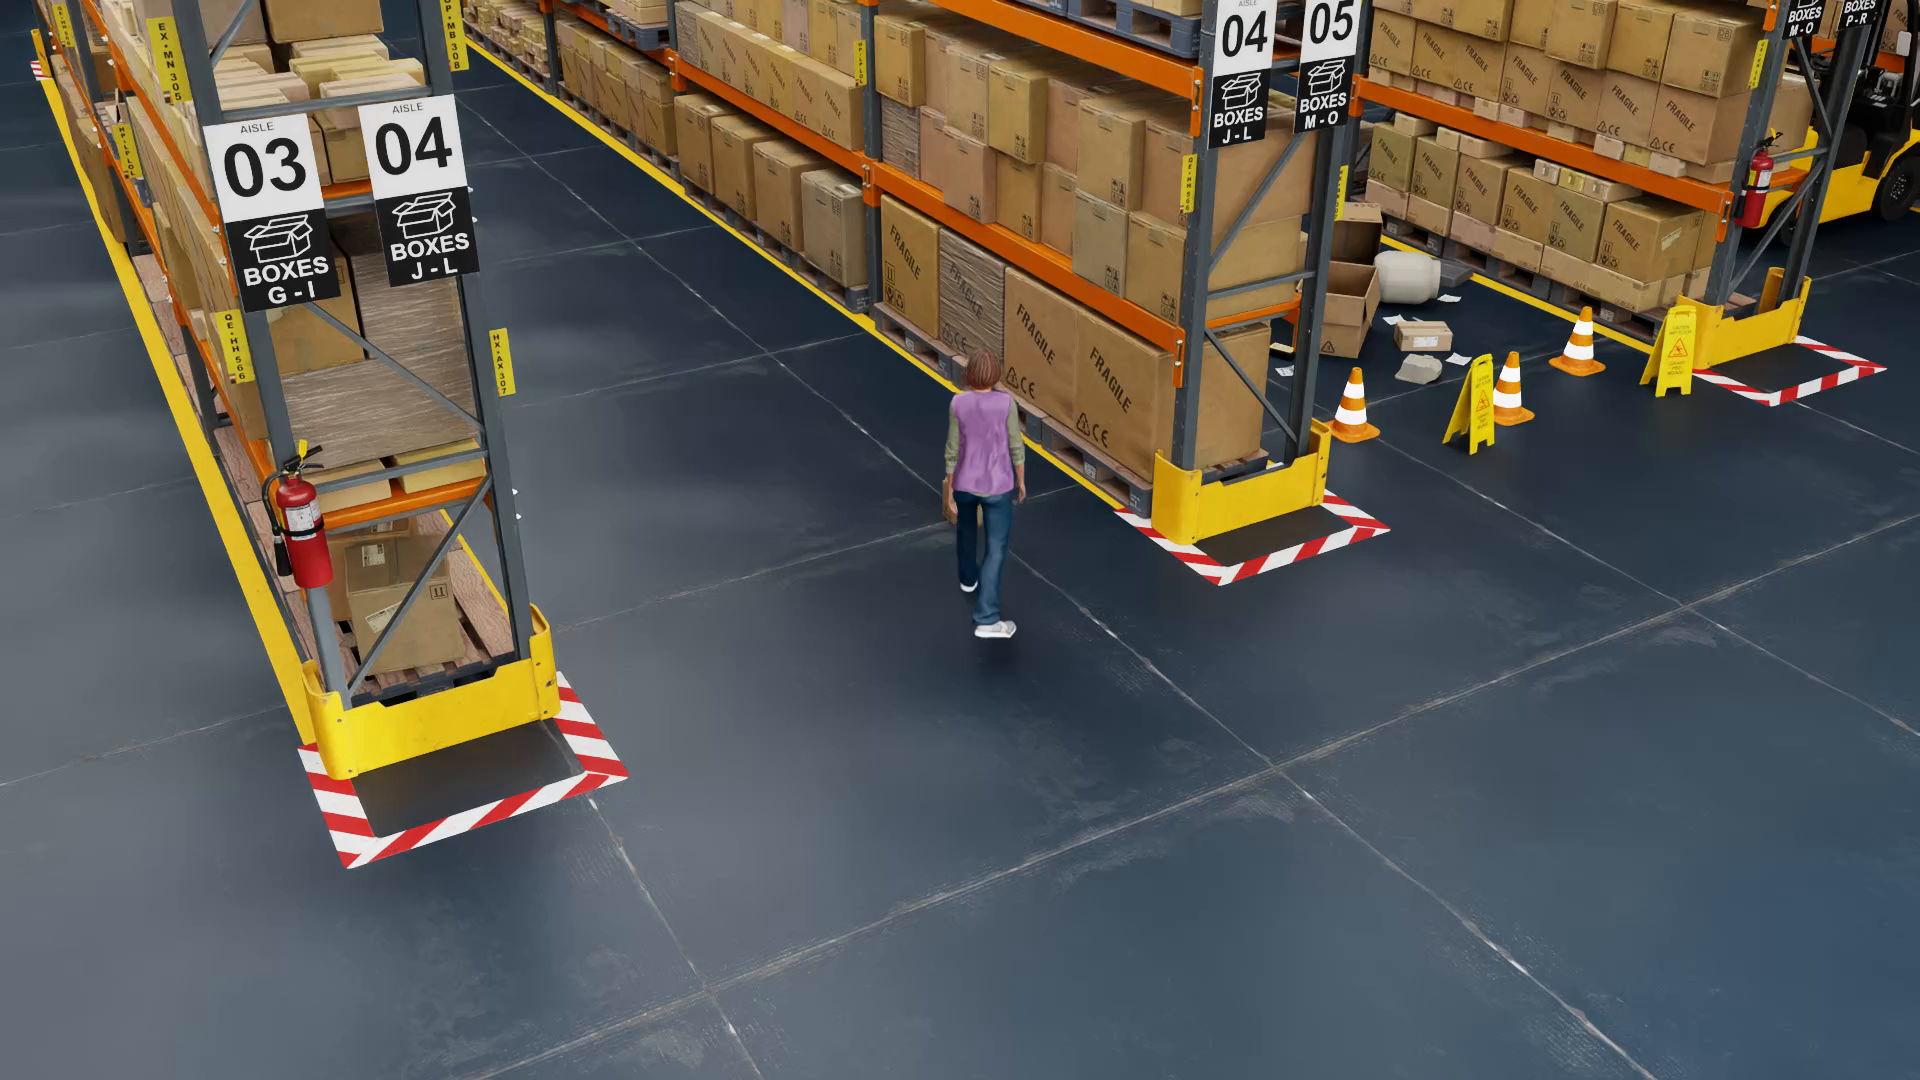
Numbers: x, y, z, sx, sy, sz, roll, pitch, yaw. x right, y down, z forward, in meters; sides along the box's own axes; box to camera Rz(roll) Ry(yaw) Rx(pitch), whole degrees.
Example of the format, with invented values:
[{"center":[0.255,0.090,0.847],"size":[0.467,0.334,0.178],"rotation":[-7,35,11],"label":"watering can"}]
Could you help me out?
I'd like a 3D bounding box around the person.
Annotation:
[{"center":[0.144,-0.279,9.049],"size":[0.467,1.557,0.876],"rotation":[7,30,12],"label":"person"}]
